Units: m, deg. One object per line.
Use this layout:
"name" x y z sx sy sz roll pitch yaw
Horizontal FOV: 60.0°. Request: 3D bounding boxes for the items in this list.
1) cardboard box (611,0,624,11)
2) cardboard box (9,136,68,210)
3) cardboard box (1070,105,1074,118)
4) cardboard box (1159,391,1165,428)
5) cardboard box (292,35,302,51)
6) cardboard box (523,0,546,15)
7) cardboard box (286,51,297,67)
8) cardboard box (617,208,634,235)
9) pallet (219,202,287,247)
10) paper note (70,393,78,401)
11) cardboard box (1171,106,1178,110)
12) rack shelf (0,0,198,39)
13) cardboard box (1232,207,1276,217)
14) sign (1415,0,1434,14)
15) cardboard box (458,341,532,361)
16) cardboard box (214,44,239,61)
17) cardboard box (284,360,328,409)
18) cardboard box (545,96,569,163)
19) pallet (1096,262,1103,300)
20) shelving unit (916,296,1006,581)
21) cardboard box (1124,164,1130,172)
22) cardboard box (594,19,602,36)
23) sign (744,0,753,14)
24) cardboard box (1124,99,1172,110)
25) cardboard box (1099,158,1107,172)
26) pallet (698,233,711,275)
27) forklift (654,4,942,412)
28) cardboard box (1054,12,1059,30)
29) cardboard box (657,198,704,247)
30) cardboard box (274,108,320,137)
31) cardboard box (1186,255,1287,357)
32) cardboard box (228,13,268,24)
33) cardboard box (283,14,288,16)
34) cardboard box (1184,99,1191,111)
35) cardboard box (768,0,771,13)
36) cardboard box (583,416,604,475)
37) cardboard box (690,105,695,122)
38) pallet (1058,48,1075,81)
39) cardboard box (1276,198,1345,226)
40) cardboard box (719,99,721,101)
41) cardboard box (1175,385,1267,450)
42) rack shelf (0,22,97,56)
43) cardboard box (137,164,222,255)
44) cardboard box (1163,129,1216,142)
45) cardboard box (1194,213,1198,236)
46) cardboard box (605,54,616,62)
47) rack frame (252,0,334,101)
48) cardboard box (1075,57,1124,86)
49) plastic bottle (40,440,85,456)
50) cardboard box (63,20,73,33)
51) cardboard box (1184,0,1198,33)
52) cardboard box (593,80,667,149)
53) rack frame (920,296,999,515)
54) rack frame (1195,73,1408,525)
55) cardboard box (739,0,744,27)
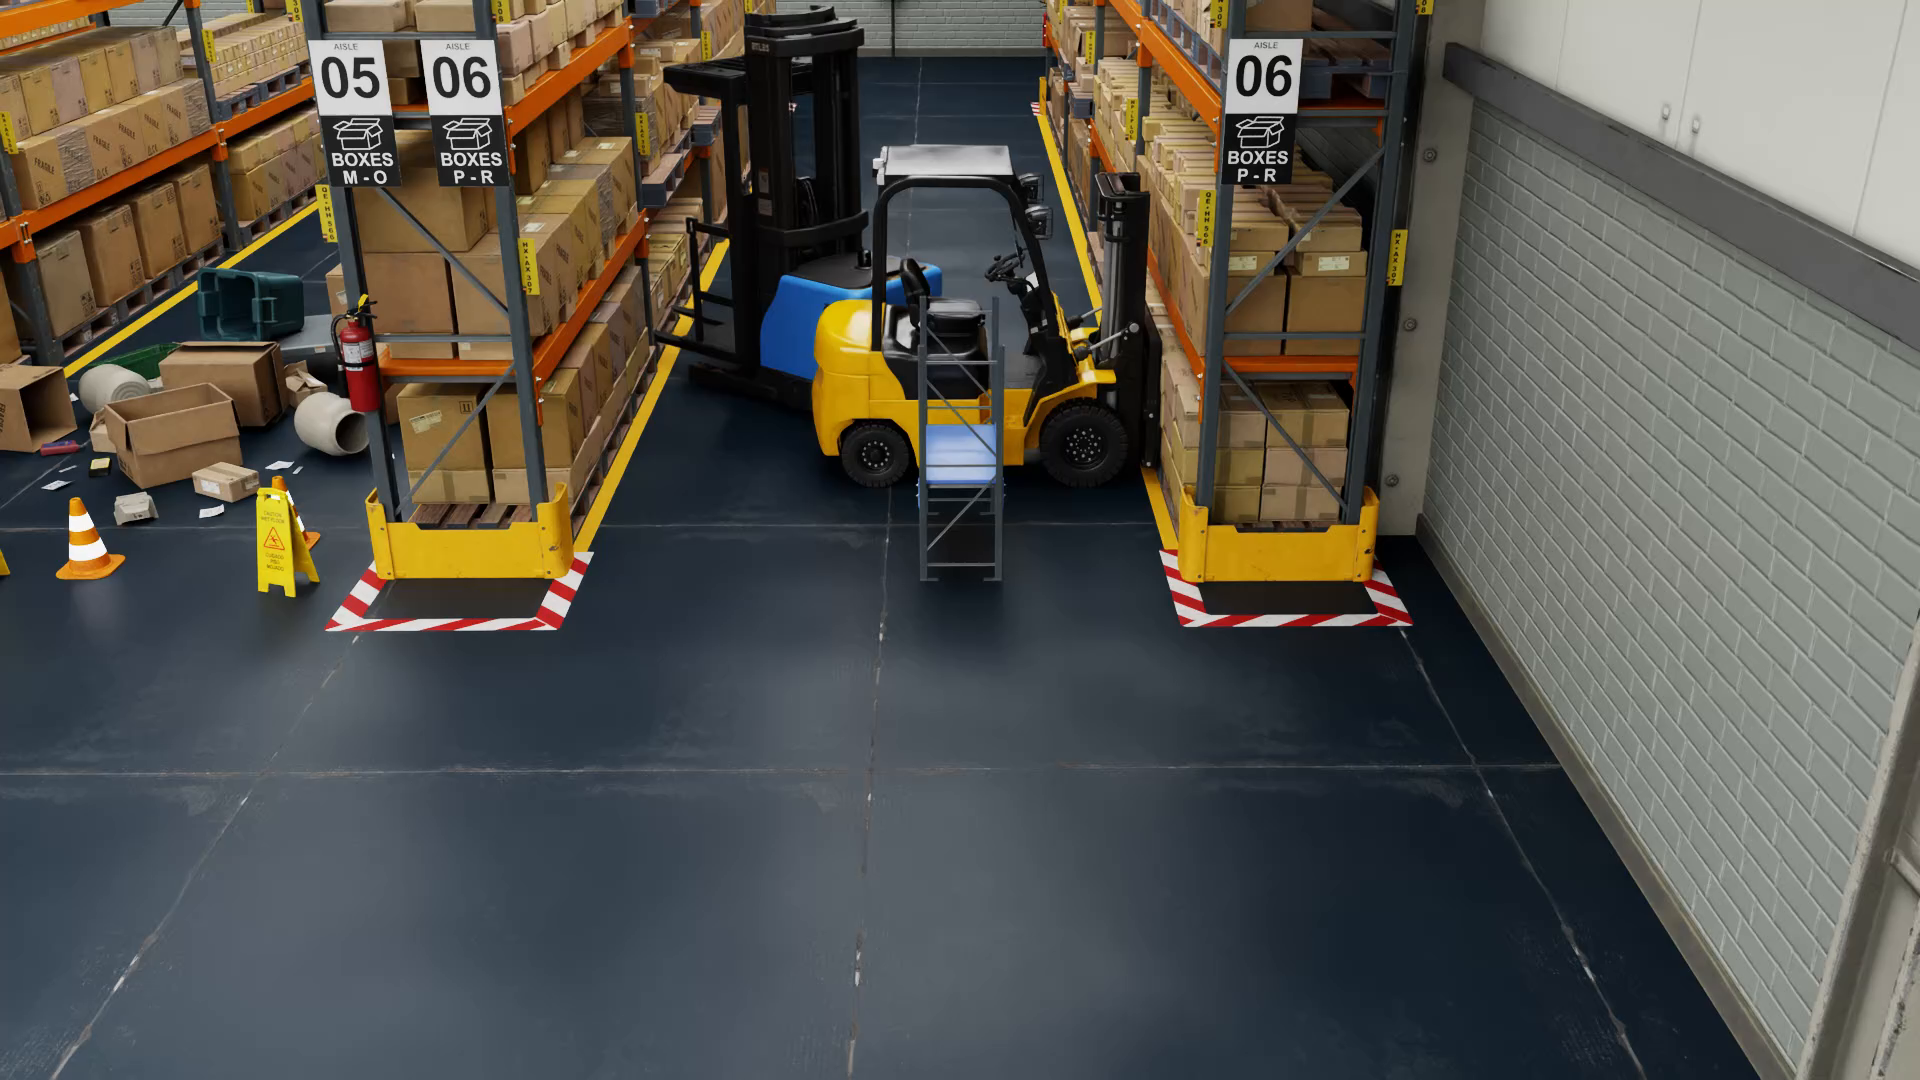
"cardboard box" -2.784 -4.068 12.285 0.500 0.250 0.500 0 24 -1
"cardboard box" -7.743 -3.015 13.655 0.500 0.500 0.500 0 24 0
"cardboard box" 1.556 -5.335 20.642 0.380 0.149 0.250 1 24 2
"cardboard box" 1.610 -0.976 11.488 0.500 0.250 0.500 -1 24 -2
"cardboard box" -7.881 -5.774 19.311 0.380 0.149 0.250 -1 24 -2
"cardboard box" -2.702 -3.241 9.973 0.380 0.149 0.250 0 24 -1
"cardboard box" -7.876 -5.535 19.142 0.380 0.149 0.250 -1 24 -3
"cardboard box" -2.740 -2.467 12.870 0.380 0.149 0.250 0 24 1
"pallet" -8.058 -3.451 18.125 1.003 0.211 1.213 0 24 -1
"paper note" -7.094 -1.126 13.202 0.147 0.020 0.142 -19 31 -36
"cardboard box" 2.152 -3.839 15.173 0.500 0.250 0.500 -1 24 -2
"rack shelf" -8.029 -4.615 14.546 1.077 0.370 4.000 0 24 -1
"cardboard box" 1.700 -1.916 10.077 0.380 0.149 0.250 0 24 0
"sign" 2.504 -2.992 8.929 0.100 0.325 0.005 0 24 -1
"cardboard box" -2.811 -1.194 10.054 0.380 0.149 0.250 0 24 0
"cardboard box" -7.866 -5.151 17.572 0.380 0.149 0.250 0 24 -1
"cardboard box" -5.195 -1.224 13.135 0.258 0.266 0.396 -19 31 -36
"cardboard box" -3.287 -3.059 12.179 0.700 0.500 0.500 0 24 0
"pallet" 1.842 -2.376 15.748 1.003 0.211 1.213 0 24 -1
"shelving unit" 0.001 -0.648 10.363 0.538 1.500 1.048 0 24 -1
"cardboard box" 1.638 -2.977 13.875 0.500 0.250 0.500 0 24 1
"cardboard box" -2.808 -3.729 12.020 0.380 0.149 0.250 0 24 0
"sign" -2.603 -6.610 20.416 0.100 0.325 0.005 0 24 -1
"cardboard box" 1.633 -3.744 14.479 0.380 0.149 0.250 -1 24 -2
"cardboard box" 1.603 -4.038 17.775 0.380 0.149 0.250 -1 24 -3
"pallet" -3.095 -2.871 16.842 1.003 0.211 1.213 0 24 -1
"forklift" -1.580 -2.702 13.167 3.031 2.935 1.130 19 31 36
"cardboard box" 1.551 -7.036 22.488 0.500 0.250 0.500 -1 24 -2
"cardboard box" -3.106 -3.225 16.920 0.950 0.372 0.625 -2 24 -4
"cardboard box" -7.841 -4.925 19.612 0.500 0.250 0.500 1 24 2
"cardboard box" 1.681 -1.438 10.169 0.500 0.500 0.500 -1 24 -2
"cardboard box" -8.550 -6.232 19.962 0.380 0.149 0.250 1 24 2
"cardboard box" -7.895 -6.231 19.961 0.380 0.149 0.250 1 24 2
"cardboard box" 2.163 -3.748 14.488 0.380 0.149 0.250 0 24 -1
"cardboard box" -2.929 -7.401 23.353 0.500 0.500 0.500 -1 24 -2
"cardboard box" -2.745 -0.650 11.374 0.500 0.250 0.500 1 24 1
"cardboard box" -2.745 -4.089 15.946 0.380 0.149 0.250 -1 24 -3
"pallet" 1.717 -5.719 19.987 1.003 0.211 1.213 0 24 -1
"cardboard box" 2.173 -2.024 10.315 0.380 0.149 0.250 0 24 0
"cardboard box" -2.879 -5.026 18.404 0.500 0.250 0.500 1 24 1
"cardboard box" 1.632 -0.773 10.434 0.500 0.250 0.500 1 24 1
"rack shelf" -13.077 -6.564 22.496 1.077 0.370 4.000 0 24 -1
"cardboard box" -8.134 -3.315 16.660 1.050 0.750 0.750 -1 24 -1
"cardboard box" 1.717 -2.971 12.409 0.380 0.149 0.250 -1 24 -2
"cardboard box" 1.699 -1.988 10.598 0.380 0.149 0.250 0 24 -1
"cardboard box" -3.303 -4.216 15.440 0.500 0.500 0.500 0 24 0
"rack frame" -8.094 -6.048 20.483 1.000 3.000 0.127 0 24 -1
"cardboard box" 1.526 -5.044 17.935 0.500 0.250 0.500 -1 24 -3
"plastic bottle" -6.564 -0.677 12.173 0.283 0.061 0.133 -9 26 -19
"cardboard box" -12.759 -7.245 23.434 0.380 0.149 0.250 0 24 0
"cardboard box" 1.789 -3.444 10.333 0.700 0.500 0.500 0 24 0
"cardboard box" -2.783 -3.589 14.053 0.500 0.500 0.500 0 24 0
"rack frame" -0.005 -0.858 10.826 0.500 1.500 0.032 0 24 -1
"rack frame" 1.949 -1.191 9.743 1.000 3.000 0.127 0 24 -1
"cardboard box" -2.890 -6.430 19.993 0.500 0.500 0.500 1 24 1
